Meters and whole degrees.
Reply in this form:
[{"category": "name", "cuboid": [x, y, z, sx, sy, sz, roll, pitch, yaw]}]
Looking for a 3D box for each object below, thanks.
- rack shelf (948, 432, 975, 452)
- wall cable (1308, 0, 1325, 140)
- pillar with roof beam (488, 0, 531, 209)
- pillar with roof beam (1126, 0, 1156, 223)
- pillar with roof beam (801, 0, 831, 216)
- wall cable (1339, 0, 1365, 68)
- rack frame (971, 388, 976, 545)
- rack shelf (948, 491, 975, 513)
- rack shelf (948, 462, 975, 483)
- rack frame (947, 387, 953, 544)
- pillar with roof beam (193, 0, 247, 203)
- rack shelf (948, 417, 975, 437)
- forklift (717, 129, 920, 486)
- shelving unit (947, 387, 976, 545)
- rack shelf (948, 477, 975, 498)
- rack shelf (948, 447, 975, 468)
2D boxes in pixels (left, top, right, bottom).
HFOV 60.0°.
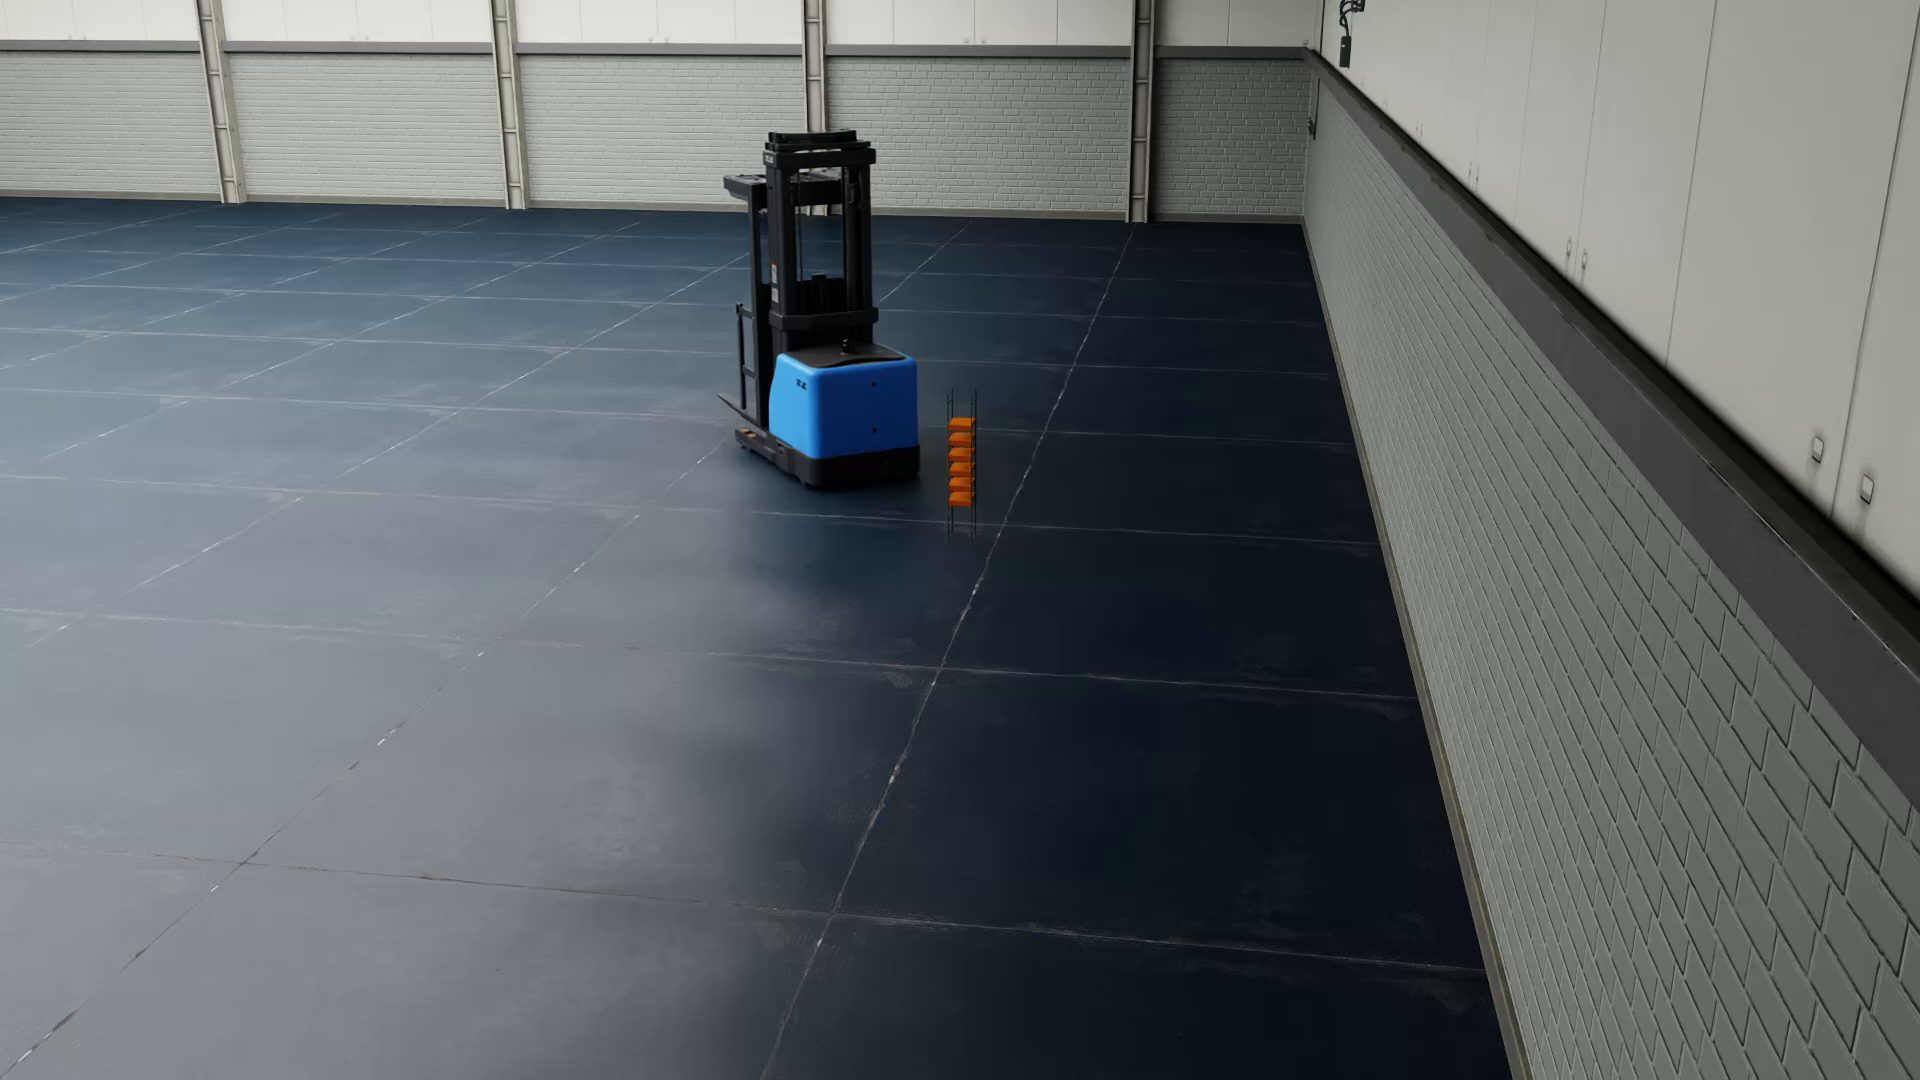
[{"category": "rack shelf", "cuboid": [0.014, -0.754, 12.816, 0.180, 0.103, 0.258, 3, 19, 9]}, {"category": "wall cable", "cuboid": [5.953, -8.093, 27.969, 0.112, 2.526, 3.097, 3, 19, 9]}, {"category": "pillar with roof beam", "cuboid": [-9.277, -9.383, 26.932, 0.400, 9.000, 9.100, 3, 19, 9]}, {"category": "pillar with roof beam", "cuboid": [2.571, -8.779, 25.127, 0.400, 9.000, 9.100, 3, 19, 9]}, {"category": "pillar with roof beam", "cuboid": [-3.353, -9.081, 26.029, 0.400, 9.000, 9.100, 3, 19, 9]}, {"category": "wall cable", "cuboid": [4.432, -8.205, 18.050, 0.169, 6.003, 2.305, 3, 19, 9]}, {"category": "rack frame", "cuboid": [0.105, -0.564, 12.864, 0.006, 1.200, 0.240, 3, 19, 9]}, {"category": "rack shelf", "cuboid": [0.014, -0.299, 12.968, 0.180, 0.103, 0.258, 3, 19, 9]}, {"category": "rack shelf", "cuboid": [0.014, -0.526, 12.892, 0.180, 0.103, 0.258, 3, 19, 9]}, {"category": "rack frame", "cuboid": [-0.076, -0.573, 12.891, 0.006, 1.200, 0.240, 3, 19, 9]}, {"category": "pillar with roof beam", "cuboid": [-15.201, -9.685, 27.834, 0.400, 9.000, 9.100, 3, 19, 9]}, {"category": "rack shelf", "cuboid": [0.014, -0.868, 12.777, 0.180, 0.103, 0.258, 3, 19, 9]}, {"category": "forklift", "cuboid": [-1.469, -2.276, 15.253, 1.130, 2.935, 3.031, -9, 21, -25]}, {"category": "shelving unit", "cuboid": [0.014, -0.568, 12.878, 0.189, 1.200, 0.258, 3, 19, 9]}, {"category": "rack shelf", "cuboid": [0.014, -0.412, 12.930, 0.180, 0.103, 0.258, 3, 19, 9]}, {"category": "rack shelf", "cuboid": [0.014, -0.640, 12.854, 0.180, 0.103, 0.258, 3, 19, 9]}]
